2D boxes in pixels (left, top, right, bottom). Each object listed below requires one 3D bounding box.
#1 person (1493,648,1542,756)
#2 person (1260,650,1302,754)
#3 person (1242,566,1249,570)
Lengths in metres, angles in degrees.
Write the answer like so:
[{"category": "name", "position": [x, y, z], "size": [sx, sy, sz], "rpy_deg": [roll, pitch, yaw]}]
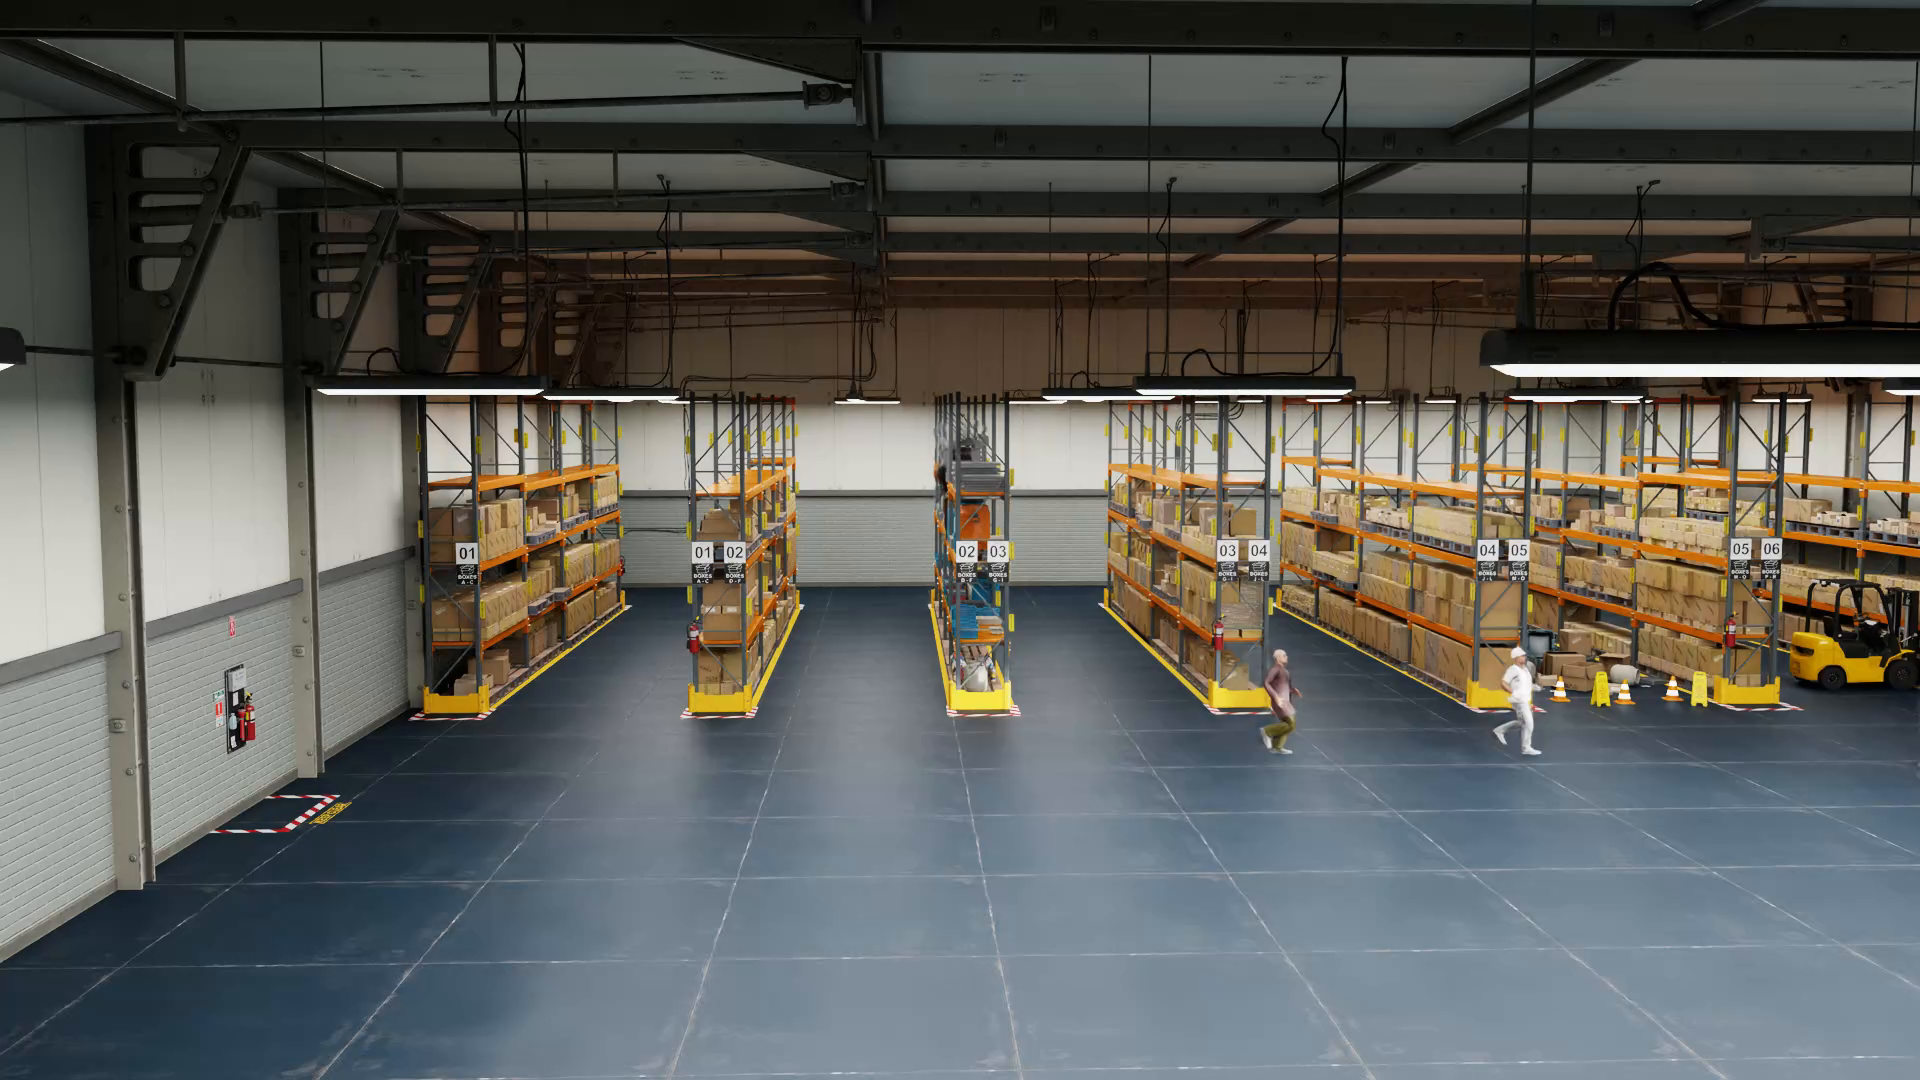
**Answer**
[{"category": "person", "position": [9.199, 2.653, 27.434], "size": [0.839, 1.752, 0.697], "rpy_deg": [3, 6, 37]}, {"category": "person", "position": [5.292, 2.668, 27.384], "size": [0.640, 1.731, 0.714], "rpy_deg": [2, 5, 25]}, {"category": "person", "position": [7.912, 1.063, 47.729], "size": [0.823, 1.707, 0.604], "rpy_deg": [2, 5, 22]}]
